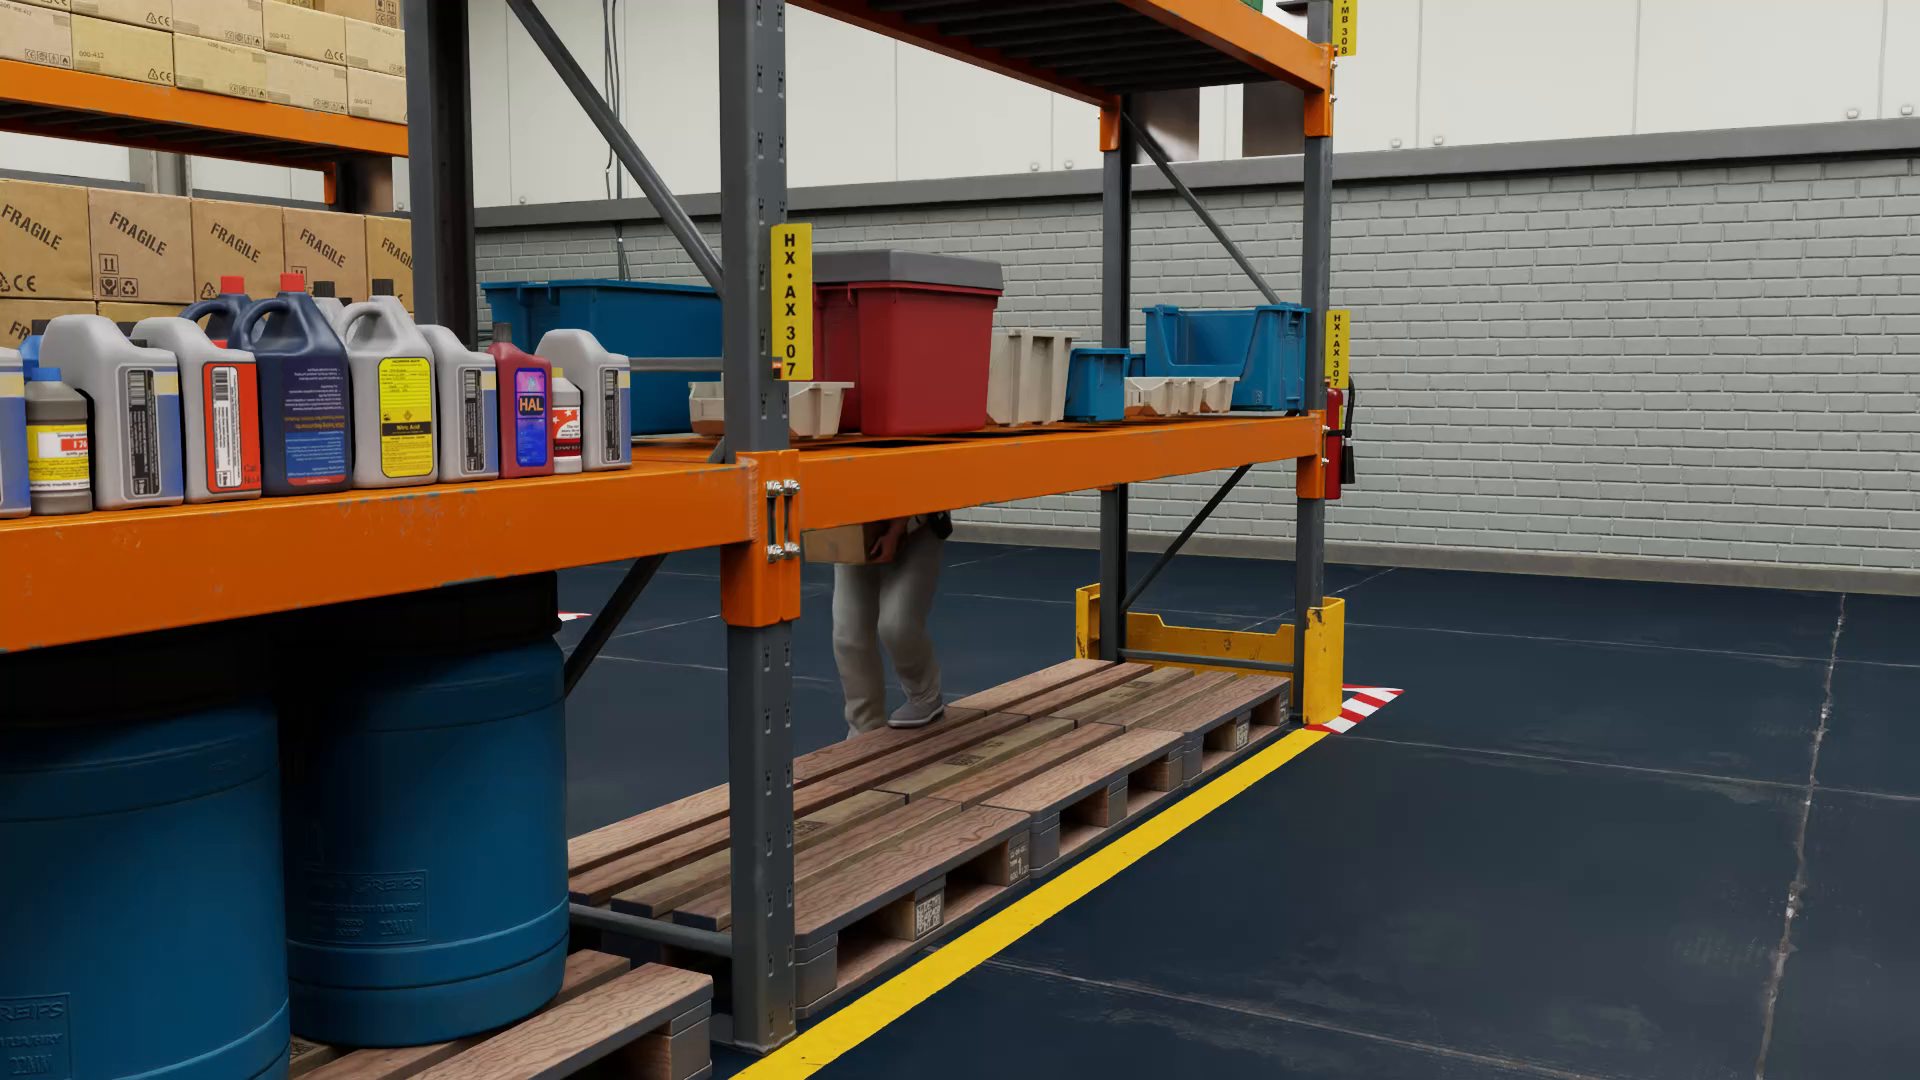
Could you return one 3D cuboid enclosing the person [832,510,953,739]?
[{"bbox_3d":[-0.284,0.002,6.069,0.495,1.762,0.549,3,7,28],"label":"person"}]
